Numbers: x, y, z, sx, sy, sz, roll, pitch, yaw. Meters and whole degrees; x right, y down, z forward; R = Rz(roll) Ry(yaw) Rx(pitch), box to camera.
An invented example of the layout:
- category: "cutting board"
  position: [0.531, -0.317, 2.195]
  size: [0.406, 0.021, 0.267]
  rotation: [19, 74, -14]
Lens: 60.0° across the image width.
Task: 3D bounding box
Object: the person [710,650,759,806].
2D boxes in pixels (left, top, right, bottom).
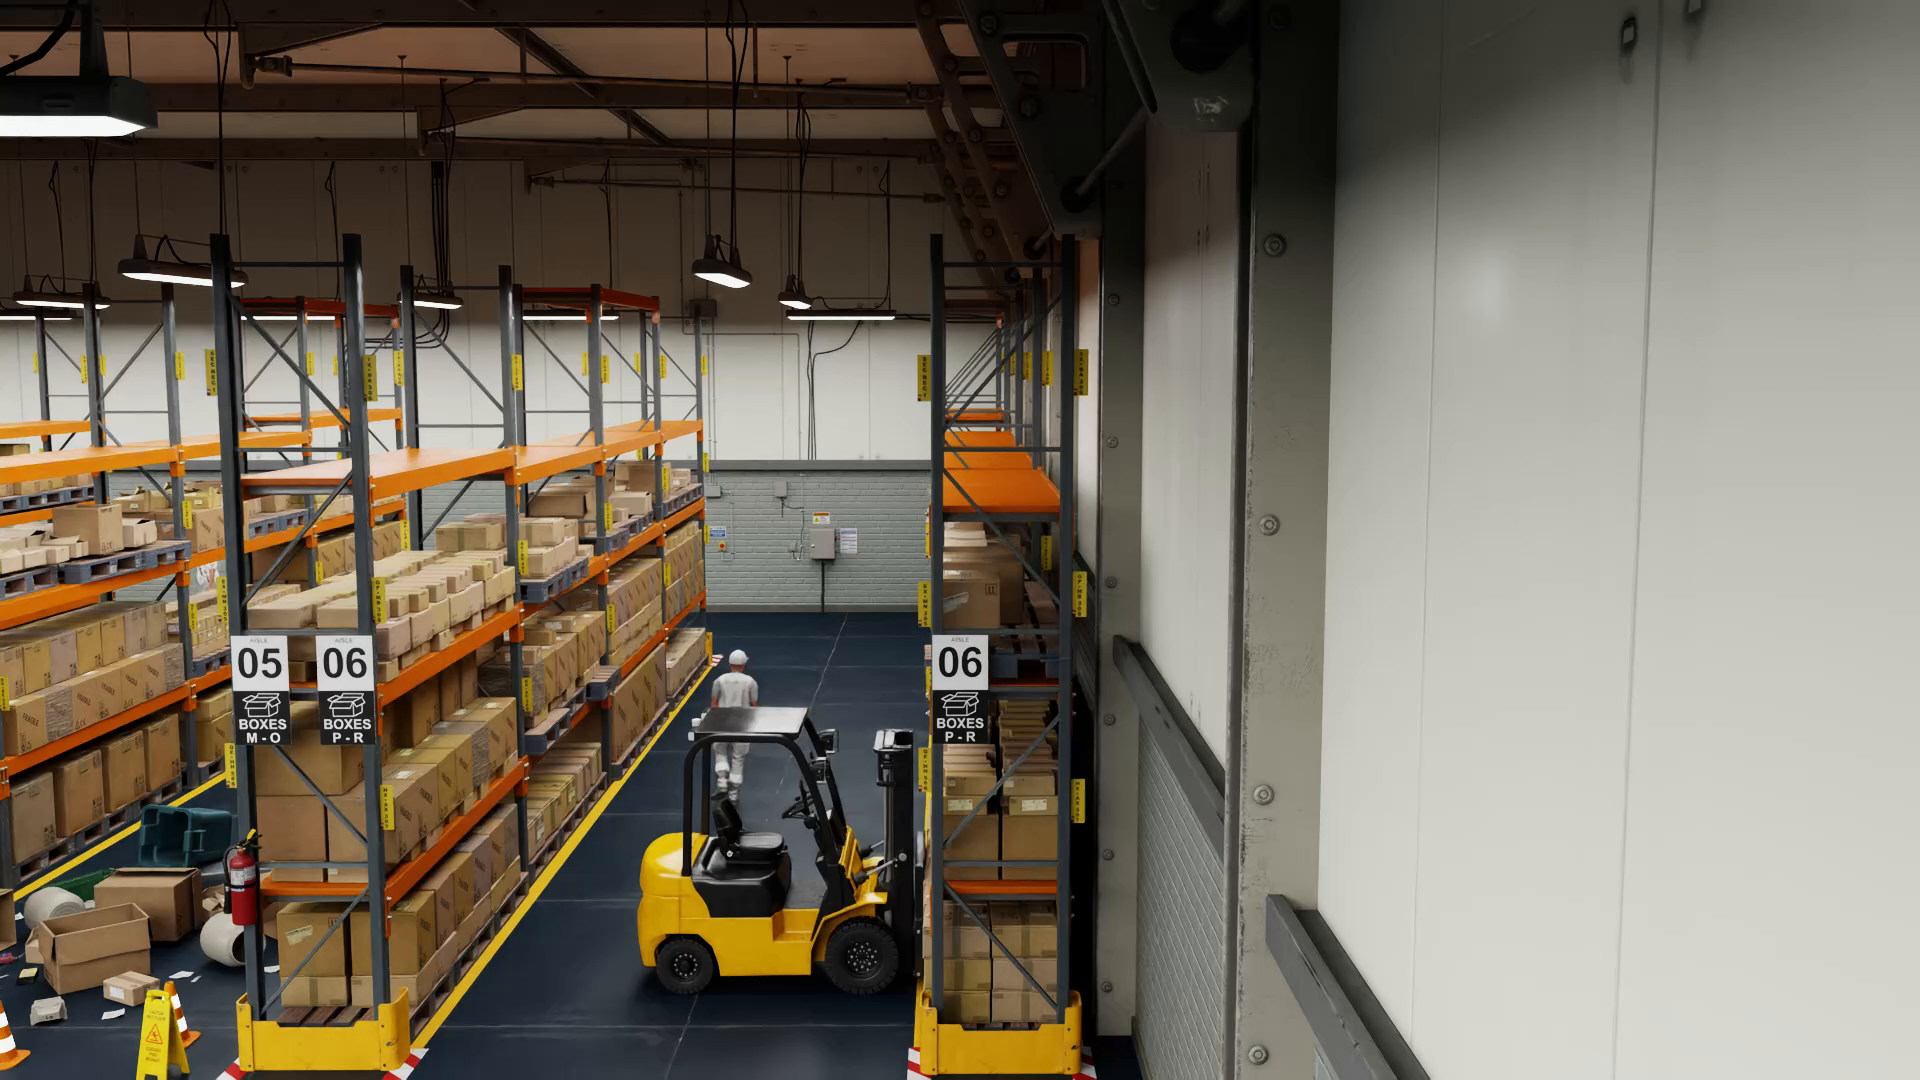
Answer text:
- category: "person"
  position: [-2.609, 2.157, 19.152]
  size: [0.593, 1.785, 0.461]
  rotation: [0, 6, 0]

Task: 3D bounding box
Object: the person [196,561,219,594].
- category: "person"
  position: [-14.139, 0.812, 31.383]
  size: [0.604, 1.755, 0.559]
  rotation: [-5, 8, -36]
